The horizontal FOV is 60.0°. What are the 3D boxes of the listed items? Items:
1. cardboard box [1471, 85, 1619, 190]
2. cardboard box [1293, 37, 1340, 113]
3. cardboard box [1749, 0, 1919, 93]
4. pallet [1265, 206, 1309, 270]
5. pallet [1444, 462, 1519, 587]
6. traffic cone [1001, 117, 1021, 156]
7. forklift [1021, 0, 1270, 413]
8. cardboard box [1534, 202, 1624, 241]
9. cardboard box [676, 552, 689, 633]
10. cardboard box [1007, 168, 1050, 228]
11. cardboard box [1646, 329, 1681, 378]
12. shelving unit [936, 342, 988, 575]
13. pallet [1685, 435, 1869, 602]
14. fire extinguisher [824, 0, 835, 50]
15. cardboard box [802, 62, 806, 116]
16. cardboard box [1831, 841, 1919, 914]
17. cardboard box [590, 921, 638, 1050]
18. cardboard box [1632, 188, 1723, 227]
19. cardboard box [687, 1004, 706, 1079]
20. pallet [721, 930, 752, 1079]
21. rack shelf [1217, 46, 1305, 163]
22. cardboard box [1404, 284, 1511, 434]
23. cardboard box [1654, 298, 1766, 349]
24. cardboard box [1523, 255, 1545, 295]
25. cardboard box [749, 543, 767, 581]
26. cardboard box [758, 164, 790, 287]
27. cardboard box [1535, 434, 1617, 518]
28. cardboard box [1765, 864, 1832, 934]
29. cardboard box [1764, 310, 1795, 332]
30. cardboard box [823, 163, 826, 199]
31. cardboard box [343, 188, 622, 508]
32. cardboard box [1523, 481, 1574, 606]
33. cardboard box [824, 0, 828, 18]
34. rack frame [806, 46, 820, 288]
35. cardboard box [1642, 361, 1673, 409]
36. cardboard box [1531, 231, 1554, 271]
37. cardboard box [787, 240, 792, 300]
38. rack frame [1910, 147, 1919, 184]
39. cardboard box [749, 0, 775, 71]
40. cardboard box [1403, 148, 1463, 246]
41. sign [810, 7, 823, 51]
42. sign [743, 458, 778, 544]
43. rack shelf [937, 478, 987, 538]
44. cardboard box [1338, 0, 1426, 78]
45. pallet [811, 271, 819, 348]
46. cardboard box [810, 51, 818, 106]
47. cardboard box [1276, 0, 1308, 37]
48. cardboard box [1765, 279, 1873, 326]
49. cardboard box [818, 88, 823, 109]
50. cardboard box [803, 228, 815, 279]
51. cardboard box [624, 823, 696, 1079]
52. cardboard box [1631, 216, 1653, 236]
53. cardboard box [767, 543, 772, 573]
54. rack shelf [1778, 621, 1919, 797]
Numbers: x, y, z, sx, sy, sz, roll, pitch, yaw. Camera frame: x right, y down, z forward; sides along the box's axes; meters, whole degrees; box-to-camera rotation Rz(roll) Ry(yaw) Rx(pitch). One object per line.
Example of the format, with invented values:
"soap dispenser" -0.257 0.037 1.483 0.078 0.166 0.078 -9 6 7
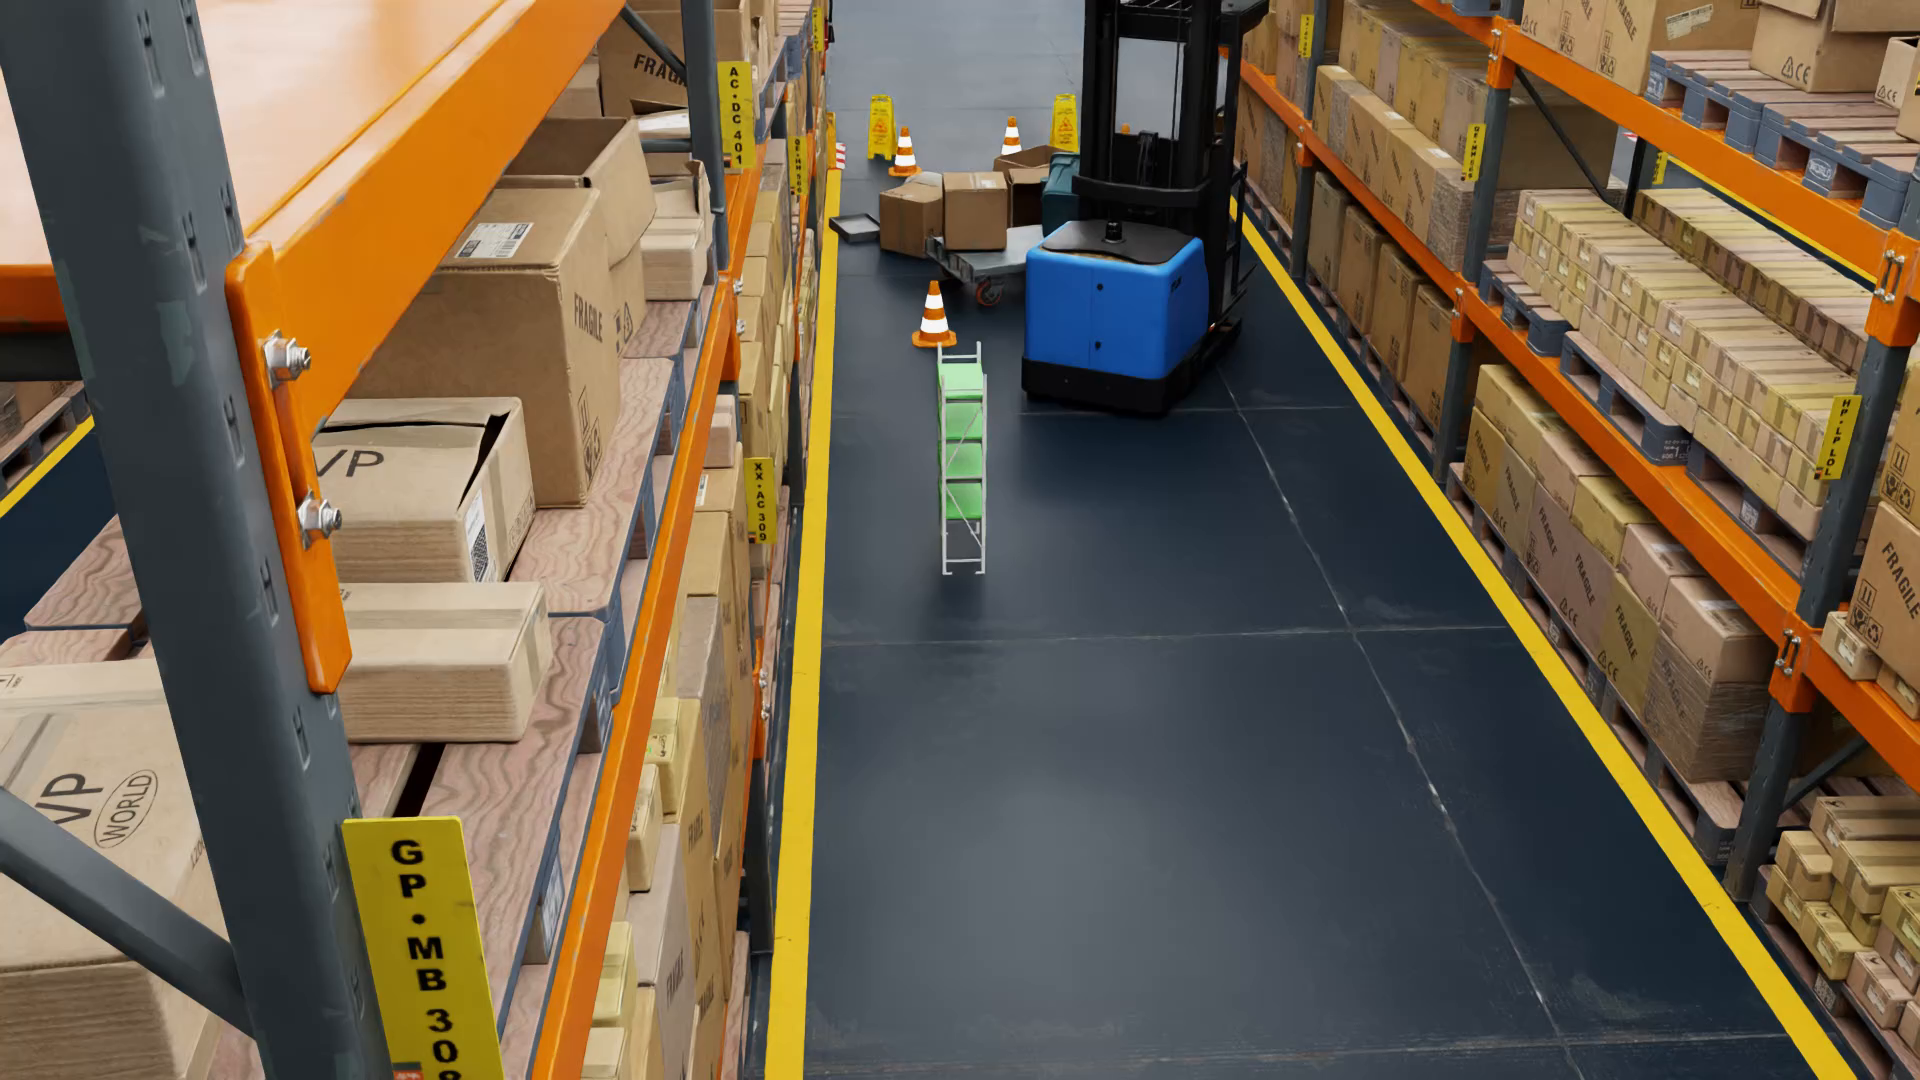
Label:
"cardboard box" 3.474 -2.410 9.937 0.700 0.500 0.500 -2 28 -3
"cardboard box" 3.247 -3.798 13.627 0.875 0.550 0.550 -1 28 -3
"cardboard box" 3.746 -2.146 6.811 0.797 0.503 0.637 -2 28 -3
"pallet" 3.317 -2.678 14.657 1.003 0.211 1.213 -1 28 -3
"pallet" 3.526 -0.117 9.746 1.003 0.211 1.213 -1 28 -3
"traffic cone" 0.533 -4.134 17.176 0.336 0.463 0.334 -1 28 -3
"forklift" 1.502 -2.817 11.981 1.130 2.935 3.031 12 30 22
"cardboard box" 3.334 -1.711 8.961 0.380 0.149 0.250 -2 28 -4
"cardboard box" -0.919 0.129 4.368 0.380 0.149 0.250 -2 28 -3
"cardboard box" 0.808 -3.014 14.839 0.797 0.637 0.503 -1 28 -3
"cardboard box" 3.405 -0.862 7.654 0.380 0.149 0.250 -1 28 -2
"shelving unit" 0.009 -0.456 9.326 0.258 1.200 0.503 -1 28 -3
"pallet" 3.801 -0.139 6.980 1.003 0.211 1.213 -1 28 -3
"fire extinguisher" -1.414 -5.272 16.699 0.296 0.674 0.183 -1 28 -3
"cardboard box" -1.379 -3.321 11.990 0.500 0.500 0.500 -1 28 -2
"cardboard box" 3.462 1.240 6.115 0.380 0.149 0.250 0 28 0
"cardboard box" -0.791 0.837 3.010 0.380 0.149 0.250 -2 28 -4
"cardboard box" 3.970 -1.838 9.204 0.380 0.149 0.250 -2 28 -5
"cardboard box" -0.834 1.405 3.704 0.500 0.500 0.500 -2 28 -3
"pallet" -1.281 1.888 5.901 1.003 0.211 1.213 -1 28 -3
"rack shelf" 3.174 -4.166 15.272 1.077 0.370 4.000 -1 28 -3
"cardboard box" 3.545 -1.187 10.760 1.050 0.750 0.750 -2 28 -3
"cardboard box" 3.413 -0.988 7.576 0.380 0.149 0.250 -3 28 -5
"cardboard box" 3.323 -1.454 9.111 0.380 0.149 0.250 0 28 0
"cardboard box" -0.983 -0.066 6.255 0.500 0.250 0.500 -2 28 -4
"cardboard box" -1.128 -1.567 8.321 0.500 0.500 0.500 -1 28 -2
"cardboard box" 3.321 -0.337 8.591 0.500 0.250 0.500 -1 28 -2
"cardboard box" 3.394 1.387 6.477 0.380 0.149 0.250 -3 28 -5
"cardboard box" 4.051 -0.989 7.899 0.380 0.149 0.250 -2 28 -4
"cardboard box" -1.506 -3.362 15.472 0.500 0.250 0.500 -2 28 -4
"cardboard box" -0.989 -0.393 3.346 0.500 0.500 0.500 -1 28 -2
"cardboard box" 3.330 0.010 8.737 0.500 0.500 0.500 -2 28 -4
"cardboard box" -1.470 -4.692 13.992 0.700 0.500 0.500 -2 28 -4
"rack frame" -1.660 -3.395 13.017 1.000 3.000 0.127 -1 28 -3
"cardboard box" 3.406 -0.722 7.709 0.380 0.149 0.250 0 28 0
"cardboard box" 3.328 -1.568 9.008 0.380 0.149 0.250 0 28 0
"cardboard box" -1.172 -1.486 8.977 0.500 0.250 0.500 -1 28 -3
"rack frame" 3.696 -2.527 4.864 1.000 3.000 0.127 -1 28 -3
"cardboard box" -1.069 -2.302 7.114 0.500 0.500 0.500 -1 28 -2
"cardboard box" 3.171 -2.191 10.598 0.500 0.500 0.500 -1 28 -3
"sign" -1.106 -3.924 12.778 0.100 0.325 0.005 -1 28 -3
"sign" -0.688 -0.134 5.742 0.100 0.325 0.005 -1 28 -3
"rack shelf" 0.009 -0.186 9.467 0.258 0.148 0.480 -1 28 -3
"cardboard box" 3.310 -3.820 12.642 0.700 0.500 0.500 -2 28 -4
"pallet" -1.618 -1.800 12.972 1.003 0.211 1.213 -1 28 -3
"cardboard box" -1.404 -3.782 13.327 0.500 0.500 0.500 -1 28 -3
"cardboard box" 3.148 -4.529 13.861 0.875 0.550 0.550 -1 28 -3
"cardboard box" 4.049 -1.120 7.829 0.380 0.149 0.250 -1 28 -1
"cardboard box" -1.458 -4.060 15.298 0.380 0.149 0.250 0 28 0
"cardboard box" -1.630 -2.174 13.063 0.950 0.372 0.625 -1 28 -2
"cardboard box" -0.842 0.954 3.488 0.500 0.500 0.500 -2 28 -3
"cardboard box" 3.968 -1.704 9.269 0.380 0.149 0.250 -1 28 -2
"cardboard box" -1.030 -0.083 6.828 0.500 0.250 0.500 -2 28 -4
"rack shelf" 3.800 1.375 4.647 1.077 0.370 4.000 -1 28 -3
